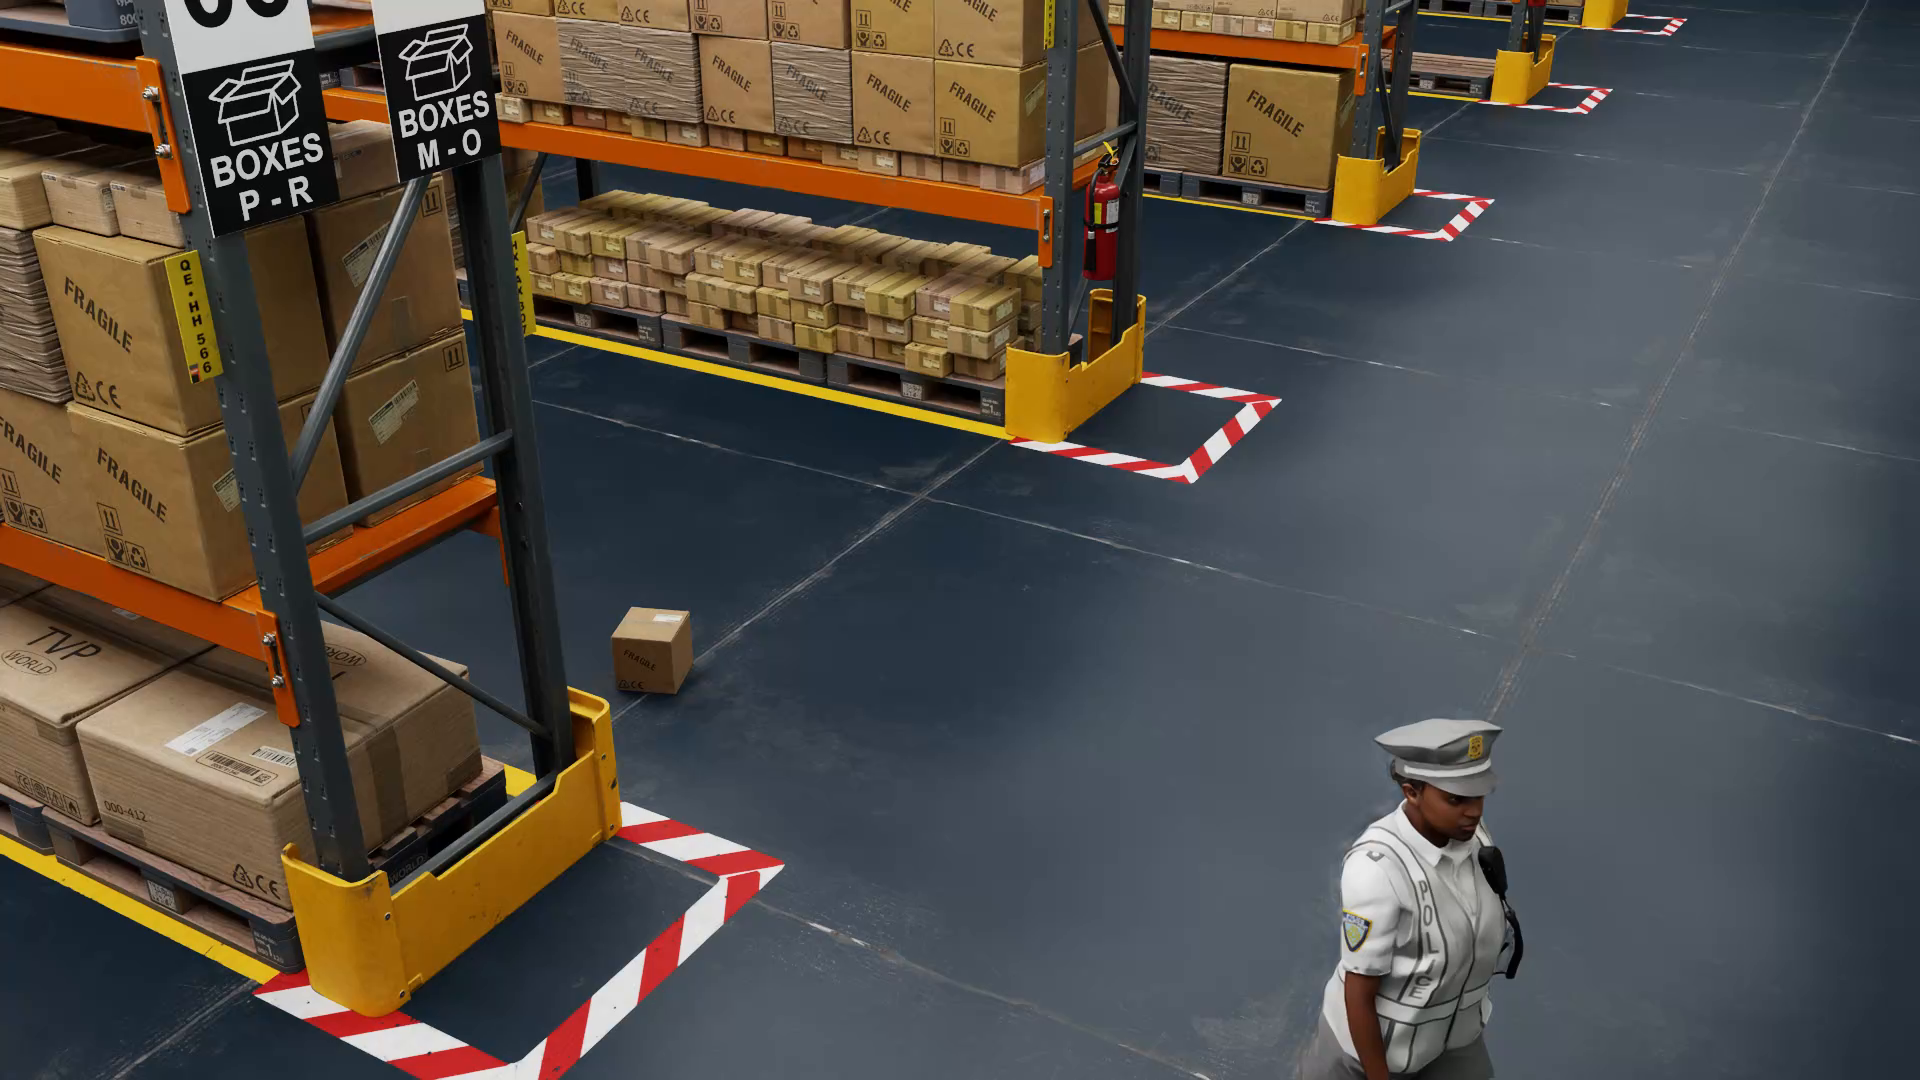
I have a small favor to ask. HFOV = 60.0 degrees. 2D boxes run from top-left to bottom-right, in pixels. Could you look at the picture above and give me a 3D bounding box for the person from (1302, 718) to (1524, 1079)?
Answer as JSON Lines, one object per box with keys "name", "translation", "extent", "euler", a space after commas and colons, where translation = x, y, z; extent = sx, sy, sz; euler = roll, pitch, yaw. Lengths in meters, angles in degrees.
{"name": "person", "translation": [1.056, 1.138, 3.799], "extent": [0.472, 1.630, 0.980], "euler": [-15, 30, -27]}
